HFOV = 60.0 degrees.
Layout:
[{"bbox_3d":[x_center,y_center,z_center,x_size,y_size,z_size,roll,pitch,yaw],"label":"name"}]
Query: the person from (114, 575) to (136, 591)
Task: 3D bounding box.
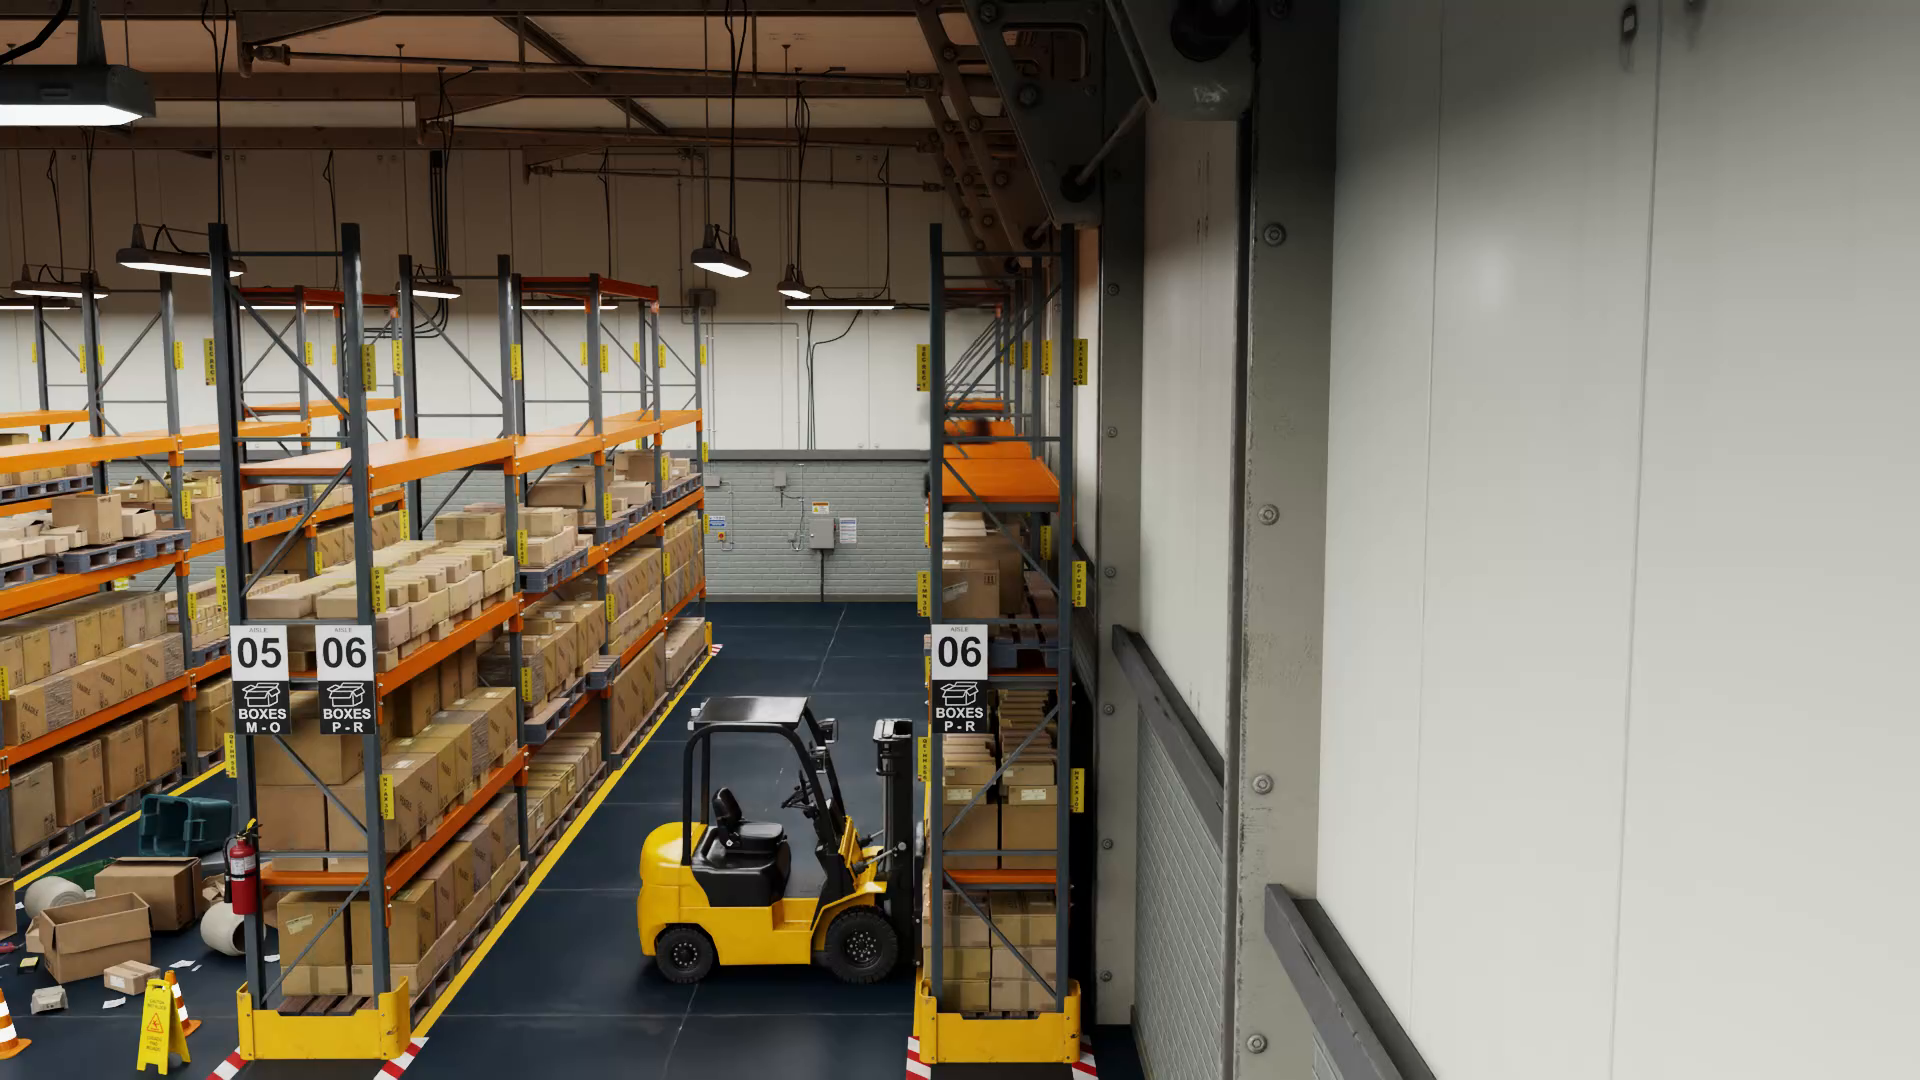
[{"bbox_3d":[-14.678,0.907,28.923,0.866,1.772,0.696,2,7,18],"label":"person"}]
